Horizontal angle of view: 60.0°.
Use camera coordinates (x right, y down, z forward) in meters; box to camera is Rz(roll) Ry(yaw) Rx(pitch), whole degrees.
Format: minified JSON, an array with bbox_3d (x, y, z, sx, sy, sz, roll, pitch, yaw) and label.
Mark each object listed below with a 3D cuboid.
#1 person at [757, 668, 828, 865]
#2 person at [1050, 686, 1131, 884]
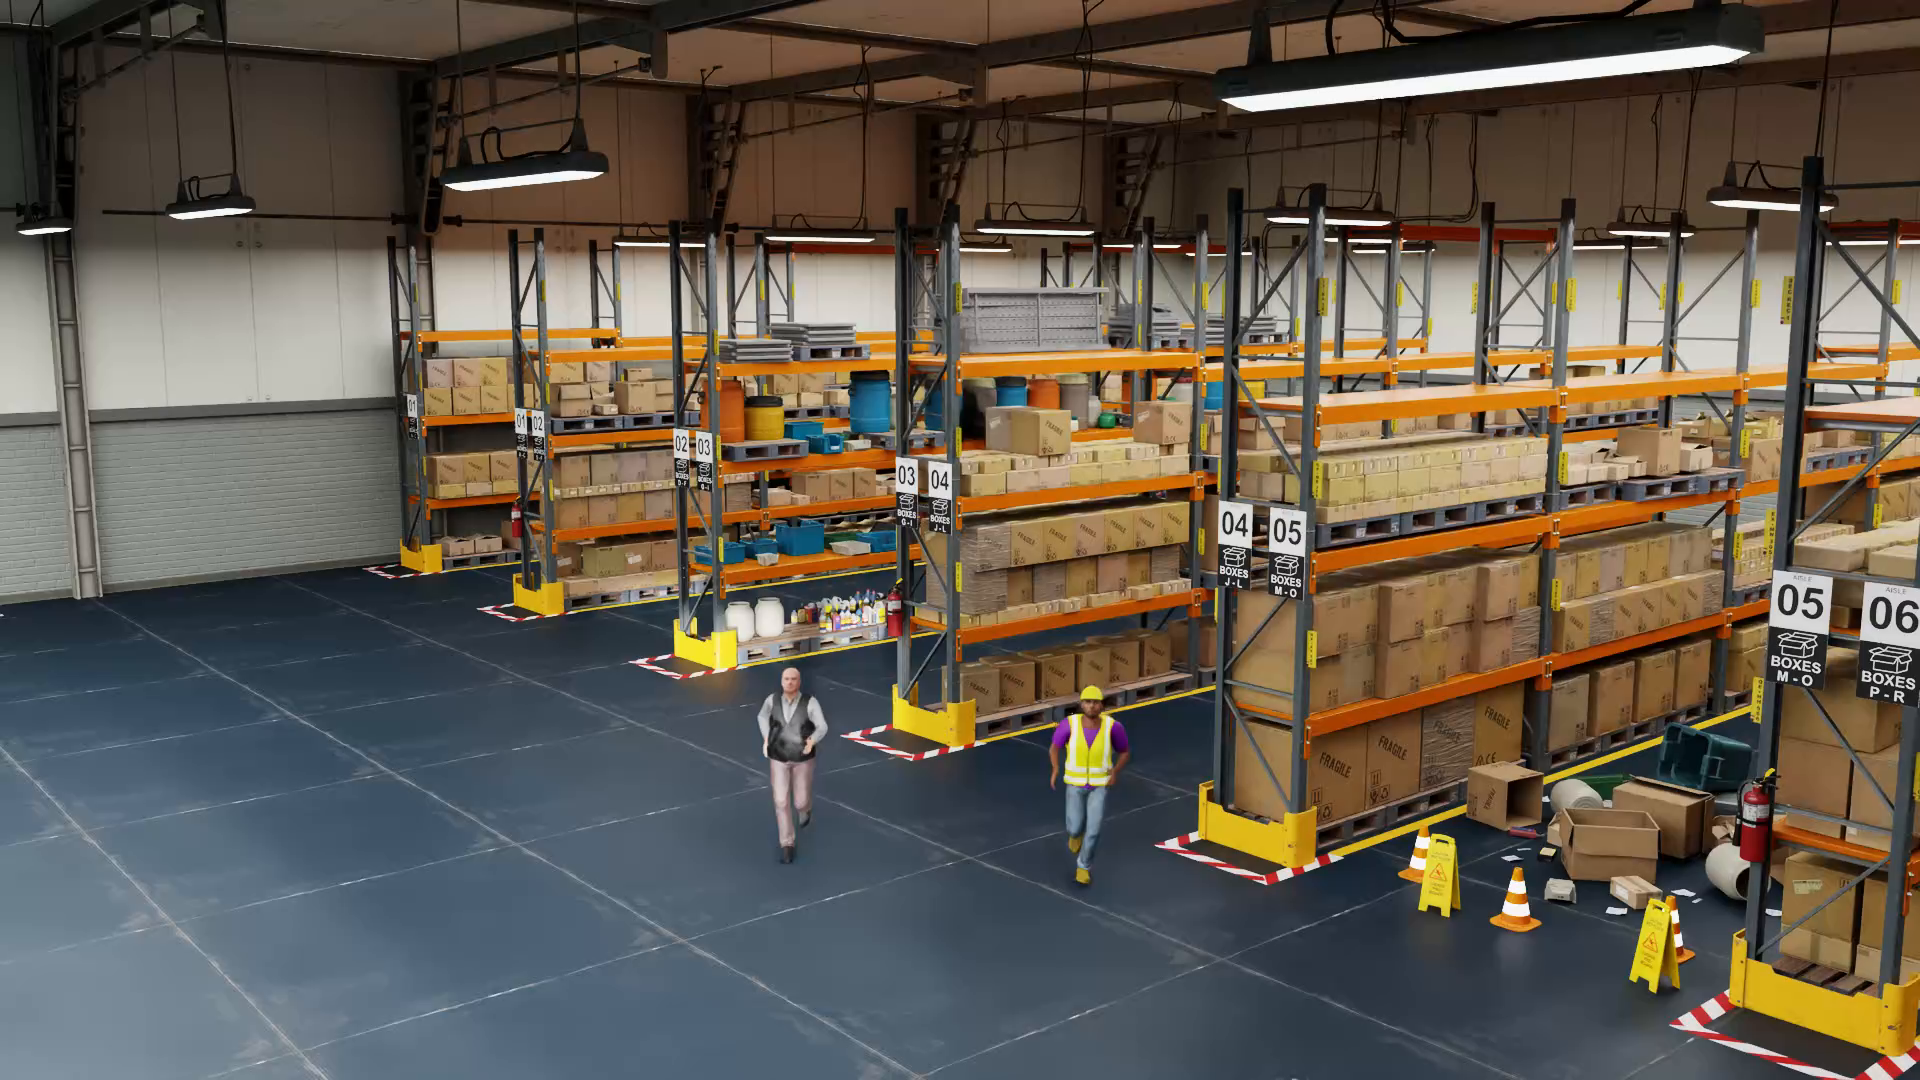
[{"bbox_3d":[-1.538,2.009,15.237,0.662,1.721,0.880,0,9,1],"label":"person"},{"bbox_3d":[1.136,2.109,14.557,0.707,1.720,0.593,1,9,6],"label":"person"}]
